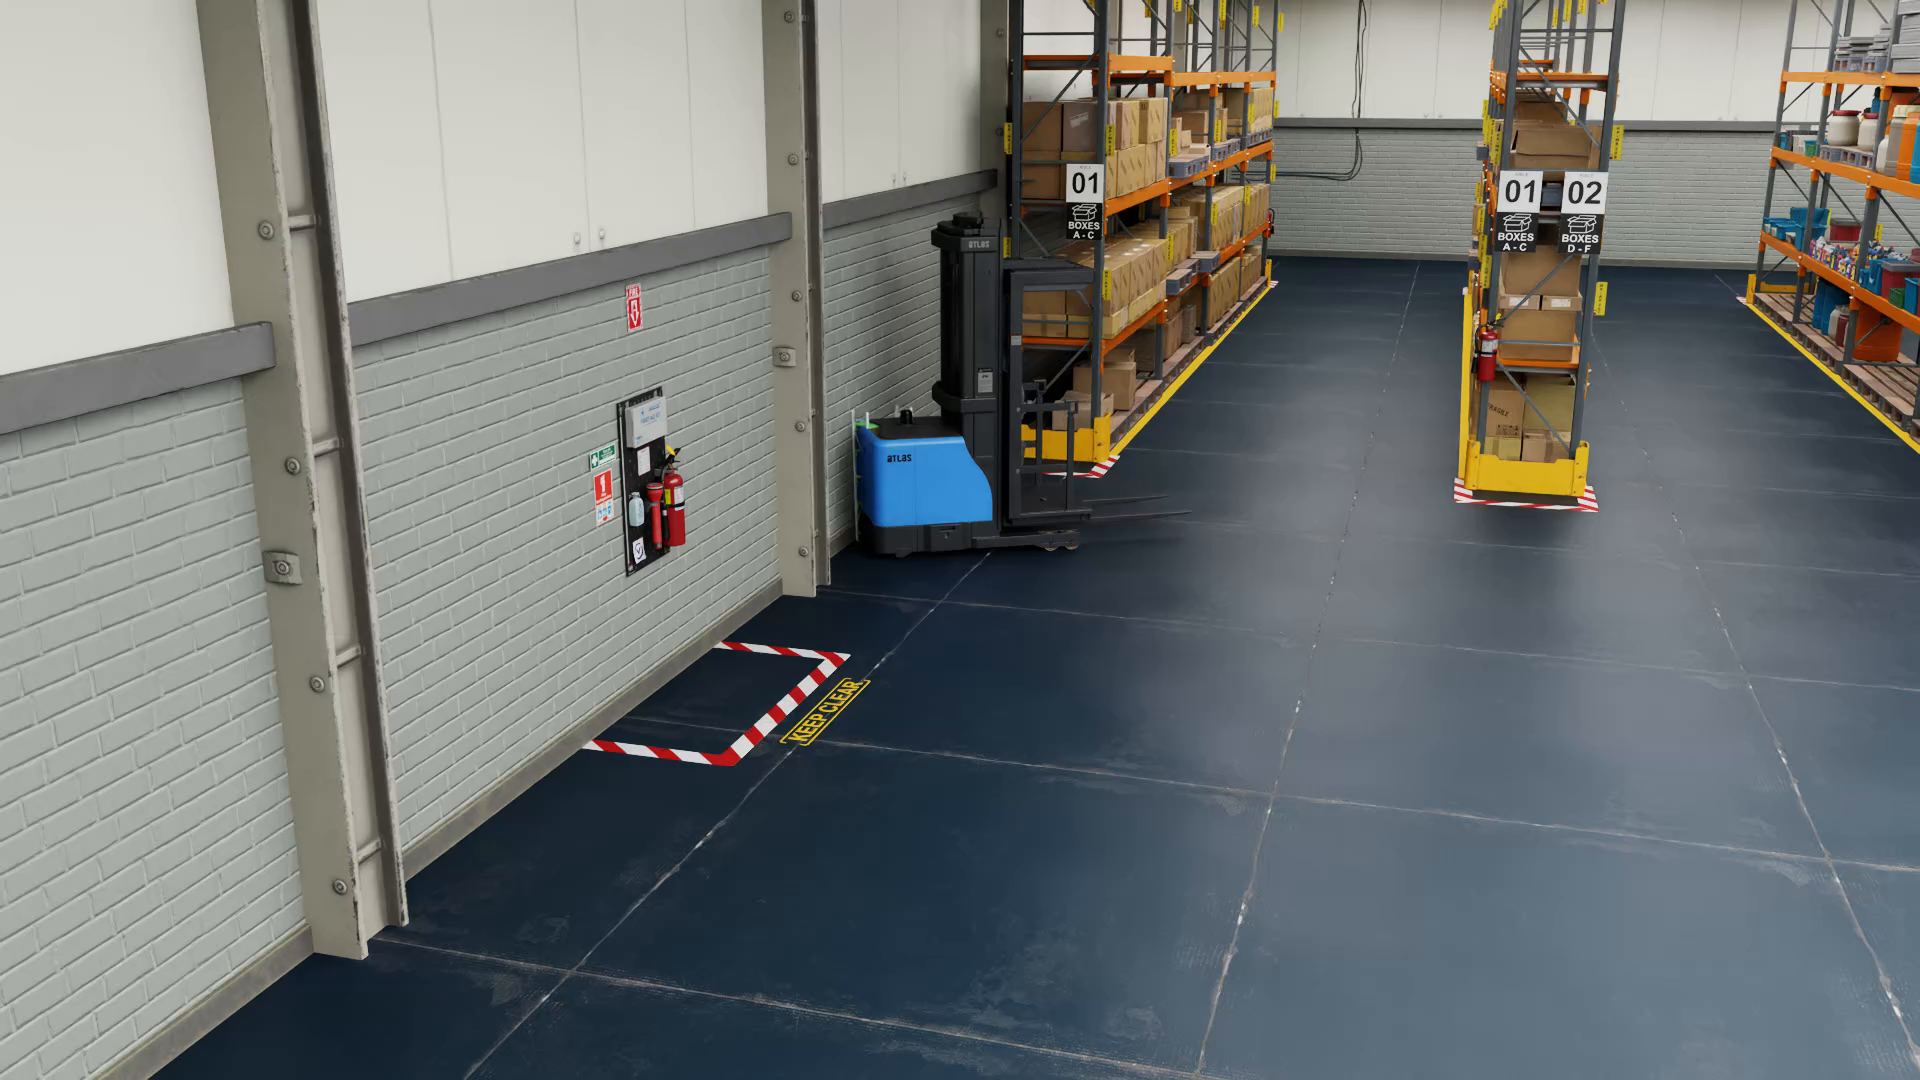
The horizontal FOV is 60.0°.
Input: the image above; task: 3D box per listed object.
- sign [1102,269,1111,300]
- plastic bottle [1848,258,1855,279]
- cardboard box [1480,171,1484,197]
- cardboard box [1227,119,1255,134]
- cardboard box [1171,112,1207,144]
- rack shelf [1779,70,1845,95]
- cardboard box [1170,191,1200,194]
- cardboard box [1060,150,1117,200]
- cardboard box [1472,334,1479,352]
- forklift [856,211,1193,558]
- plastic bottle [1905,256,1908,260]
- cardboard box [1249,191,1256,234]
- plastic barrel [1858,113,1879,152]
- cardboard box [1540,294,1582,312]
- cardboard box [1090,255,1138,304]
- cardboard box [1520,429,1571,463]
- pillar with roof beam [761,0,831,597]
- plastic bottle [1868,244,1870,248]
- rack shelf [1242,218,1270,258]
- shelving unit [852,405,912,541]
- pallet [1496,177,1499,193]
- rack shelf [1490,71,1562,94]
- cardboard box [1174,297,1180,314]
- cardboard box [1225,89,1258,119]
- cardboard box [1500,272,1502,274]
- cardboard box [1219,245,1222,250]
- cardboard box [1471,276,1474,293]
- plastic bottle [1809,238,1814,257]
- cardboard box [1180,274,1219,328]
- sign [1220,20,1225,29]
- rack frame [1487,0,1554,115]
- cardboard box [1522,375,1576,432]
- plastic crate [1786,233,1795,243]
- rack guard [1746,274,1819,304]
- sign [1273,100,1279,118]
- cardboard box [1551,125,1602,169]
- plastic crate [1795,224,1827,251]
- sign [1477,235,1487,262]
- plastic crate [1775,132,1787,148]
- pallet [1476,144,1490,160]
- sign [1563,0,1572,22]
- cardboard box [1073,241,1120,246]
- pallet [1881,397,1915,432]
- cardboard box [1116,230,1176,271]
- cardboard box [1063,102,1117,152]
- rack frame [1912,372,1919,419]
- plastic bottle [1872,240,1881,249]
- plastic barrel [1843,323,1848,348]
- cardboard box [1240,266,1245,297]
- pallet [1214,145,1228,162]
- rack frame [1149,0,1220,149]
[{"bbox_3d":[1.568,-2.733,17.801,0.100,0.325,0.005,5,16,16],"label":"sign"},{"bbox_3d":[12.591,-3.826,23.456,0.061,0.283,0.133,5,16,16],"label":"plastic bottle"},{"bbox_3d":[9.966,-6.595,30.987,0.500,0.500,0.500,5,17,18],"label":"cardboard box"},{"bbox_3d":[4.907,-7.279,29.242,0.500,0.250,0.500,5,16,16],"label":"cardboard box"},{"bbox_3d":[3.401,-6.283,25.418,0.700,0.500,0.500,3,16,12],"label":"cardboard box"},{"bbox_3d":[14.525,-7.600,27.606,1.077,0.370,4.000,5,16,16],"label":"rack shelf"},{"bbox_3d":[3.645,-5.554,27.195,0.500,0.250,0.500,4,16,15],"label":"cardboard box"},{"bbox_3d":[1.382,-3.927,17.882,0.500,0.500,0.500,5,17,17],"label":"cardboard box"},{"bbox_3d":[7.061,-2.566,22.041,0.500,0.311,0.500,5,16,16],"label":"cardboard box"},{"bbox_3d":[0.605,-1.450,14.991,3.031,2.935,1.130,-4,16,-13],"label":"forklift"},{"bbox_3d":[13.532,-3.928,23.815,0.061,0.283,0.133,5,16,16],"label":"plastic bottle"},{"bbox_3d":[4.840,-5.973,30.263,0.980,0.700,0.700,4,16,14],"label":"cardboard box"},{"bbox_3d":[13.179,-5.869,23.929,0.433,0.535,0.433,0,16,0],"label":"plastic barrel"},{"bbox_3d":[6.116,-2.421,16.917,0.380,0.149,0.250,5,16,15],"label":"cardboard box"},{"bbox_3d":[1.774,-3.021,19.269,0.500,0.500,0.500,4,16,14],"label":"cardboard box"},{"bbox_3d":[6.164,-0.977,17.468,0.500,0.250,0.500,5,16,16],"label":"cardboard box"},{"bbox_3d":[2.840,-3.591,11.420,9.100,9.000,0.400,5,16,16],"label":"pillar with roof beam"},{"bbox_3d":[13.818,-4.403,25.366,0.144,0.351,0.185,5,16,16],"label":"plastic bottle"},{"bbox_3d":[5.026,-5.675,31.079,1.077,0.370,4.000,5,16,16],"label":"rack shelf"},{"bbox_3d":[-0.694,-0.600,15.161,0.503,1.200,0.258,-10,14,-38],"label":"shelving unit"},{"bbox_3d":[6.369,-3.879,18.093,1.003,0.211,1.213,5,16,16],"label":"pallet"},{"bbox_3d":[8.640,-6.939,25.274,1.077,0.370,4.000,5,16,16],"label":"rack shelf"},{"bbox_3d":[2.944,-3.484,24.438,0.500,0.250,0.500,5,17,17],"label":"cardboard box"},{"bbox_3d":[4.929,-7.644,29.155,0.500,0.500,0.500,4,16,15],"label":"cardboard box"},{"bbox_3d":[6.236,-2.921,18.679,0.380,0.149,0.250,4,16,15],"label":"cardboard box"},{"bbox_3d":[4.062,-4.810,27.136,0.380,0.149,0.250,5,17,16],"label":"cardboard box"},{"bbox_3d":[9.634,-4.668,30.443,0.500,0.250,0.500,5,16,16],"label":"cardboard box"},{"bbox_3d":[13.443,-4.611,26.222,0.061,0.283,0.133,5,16,16],"label":"plastic bottle"},{"bbox_3d":[3.656,-3.801,26.325,0.750,0.750,0.750,4,16,15],"label":"cardboard box"},{"bbox_3d":[5.064,-10.001,32.015,0.100,0.325,0.005,5,16,16],"label":"sign"},{"bbox_3d":[10.345,-9.047,30.656,1.000,3.000,0.127,5,16,16],"label":"rack frame"},{"bbox_3d":[6.304,-1.469,17.828,0.500,0.500,0.500,5,16,16],"label":"cardboard box"},{"bbox_3d":[14.163,-5.110,28.144,0.293,0.136,0.466,5,16,16],"label":"plastic crate"},{"bbox_3d":[15.088,-4.581,30.484,1.175,0.500,0.348,5,16,16],"label":"rack guard"},{"bbox_3d":[6.111,-8.330,32.145,0.100,0.325,0.005,5,16,16],"label":"sign"},{"bbox_3d":[6.532,-4.149,17.674,0.500,0.500,0.500,5,16,16],"label":"cardboard box"},{"bbox_3d":[13.762,-4.899,26.945,0.392,0.384,0.575,5,16,16],"label":"plastic crate"},{"bbox_3d":[6.412,-3.580,20.398,0.100,0.325,0.005,5,16,16],"label":"sign"},{"bbox_3d":[14.717,-7.077,29.447,0.497,0.269,0.590,5,16,16],"label":"plastic crate"},{"bbox_3d":[8.664,-6.031,25.862,1.213,0.211,1.003,5,16,16],"label":"pallet"},{"bbox_3d":[9.742,-8.485,26.671,0.100,0.325,0.005,5,16,16],"label":"sign"},{"bbox_3d":[1.700,-3.461,20.820,0.500,0.500,0.500,5,16,16],"label":"cardboard box"},{"bbox_3d":[11.869,-1.503,20.164,1.003,0.211,1.213,5,16,16],"label":"pallet"},{"bbox_3d":[2.527,-3.941,22.657,0.700,0.500,0.500,6,17,22],"label":"cardboard box"},{"bbox_3d":[1.390,-4.422,17.794,0.500,0.500,0.500,3,16,12],"label":"cardboard box"},{"bbox_3d":[11.683,-2.637,19.048,1.000,3.000,0.127,5,16,16],"label":"rack frame"},{"bbox_3d":[13.956,-4.392,25.326,0.144,0.351,0.185,5,16,16],"label":"plastic bottle"},{"bbox_3d":[13.017,-2.972,24.021,0.421,0.512,0.421,0,16,0],"label":"plastic barrel"},{"bbox_3d":[4.769,-4.685,30.082,0.700,0.500,0.500,5,17,17],"label":"cardboard box"},{"bbox_3d":[3.453,-5.976,25.671,1.213,0.211,1.003,5,17,18],"label":"pallet"},{"bbox_3d":[3.321,-7.337,24.628,1.000,3.000,0.127,5,16,16],"label":"rack frame"}]
